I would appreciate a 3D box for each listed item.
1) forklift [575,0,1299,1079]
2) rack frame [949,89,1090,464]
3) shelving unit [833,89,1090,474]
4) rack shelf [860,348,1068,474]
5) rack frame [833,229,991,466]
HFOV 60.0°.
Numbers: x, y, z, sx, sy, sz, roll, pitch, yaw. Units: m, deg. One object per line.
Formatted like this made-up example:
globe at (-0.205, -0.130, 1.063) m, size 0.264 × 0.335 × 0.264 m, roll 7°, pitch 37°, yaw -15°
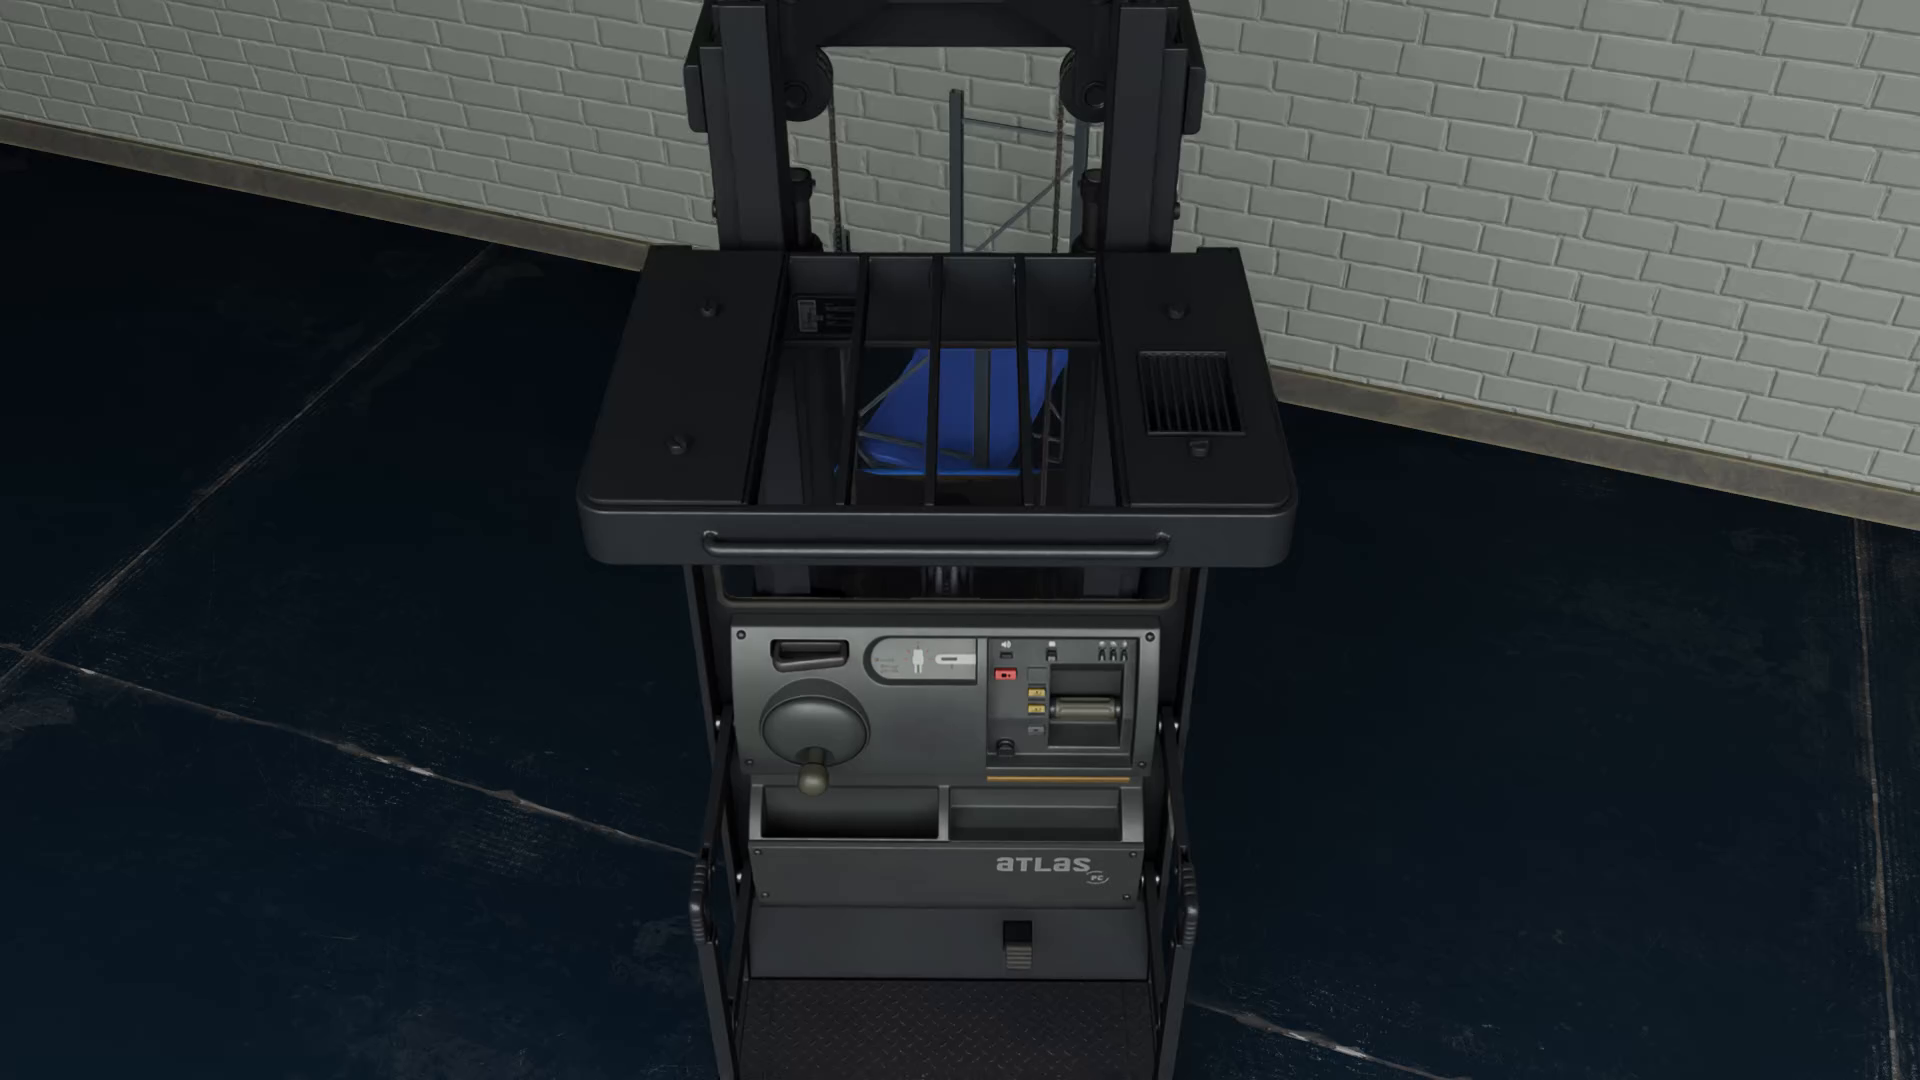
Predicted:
forklift at (-0.031, 0.441, 3.475) m, size 1.130 × 2.935 × 3.031 m, roll 0°, pitch 40°, yaw 0°
rack frame at (0.203, -0.933, 6.188) m, size 0.500 × 1.500 × 0.032 m, roll 13°, pitch 42°, yaw 15°
shelving unit at (0.029, -0.623, 5.824) m, size 0.538 × 1.500 × 1.048 m, roll 13°, pitch 42°, yaw 15°
rack shelf at (0.029, -0.486, 5.941) m, size 0.538 × 0.185 × 1.000 m, roll 13°, pitch 42°, yaw 15°
rack frame at (-0.145, -0.313, 5.461) m, size 0.500 × 1.500 × 0.032 m, roll 13°, pitch 42°, yaw 15°
